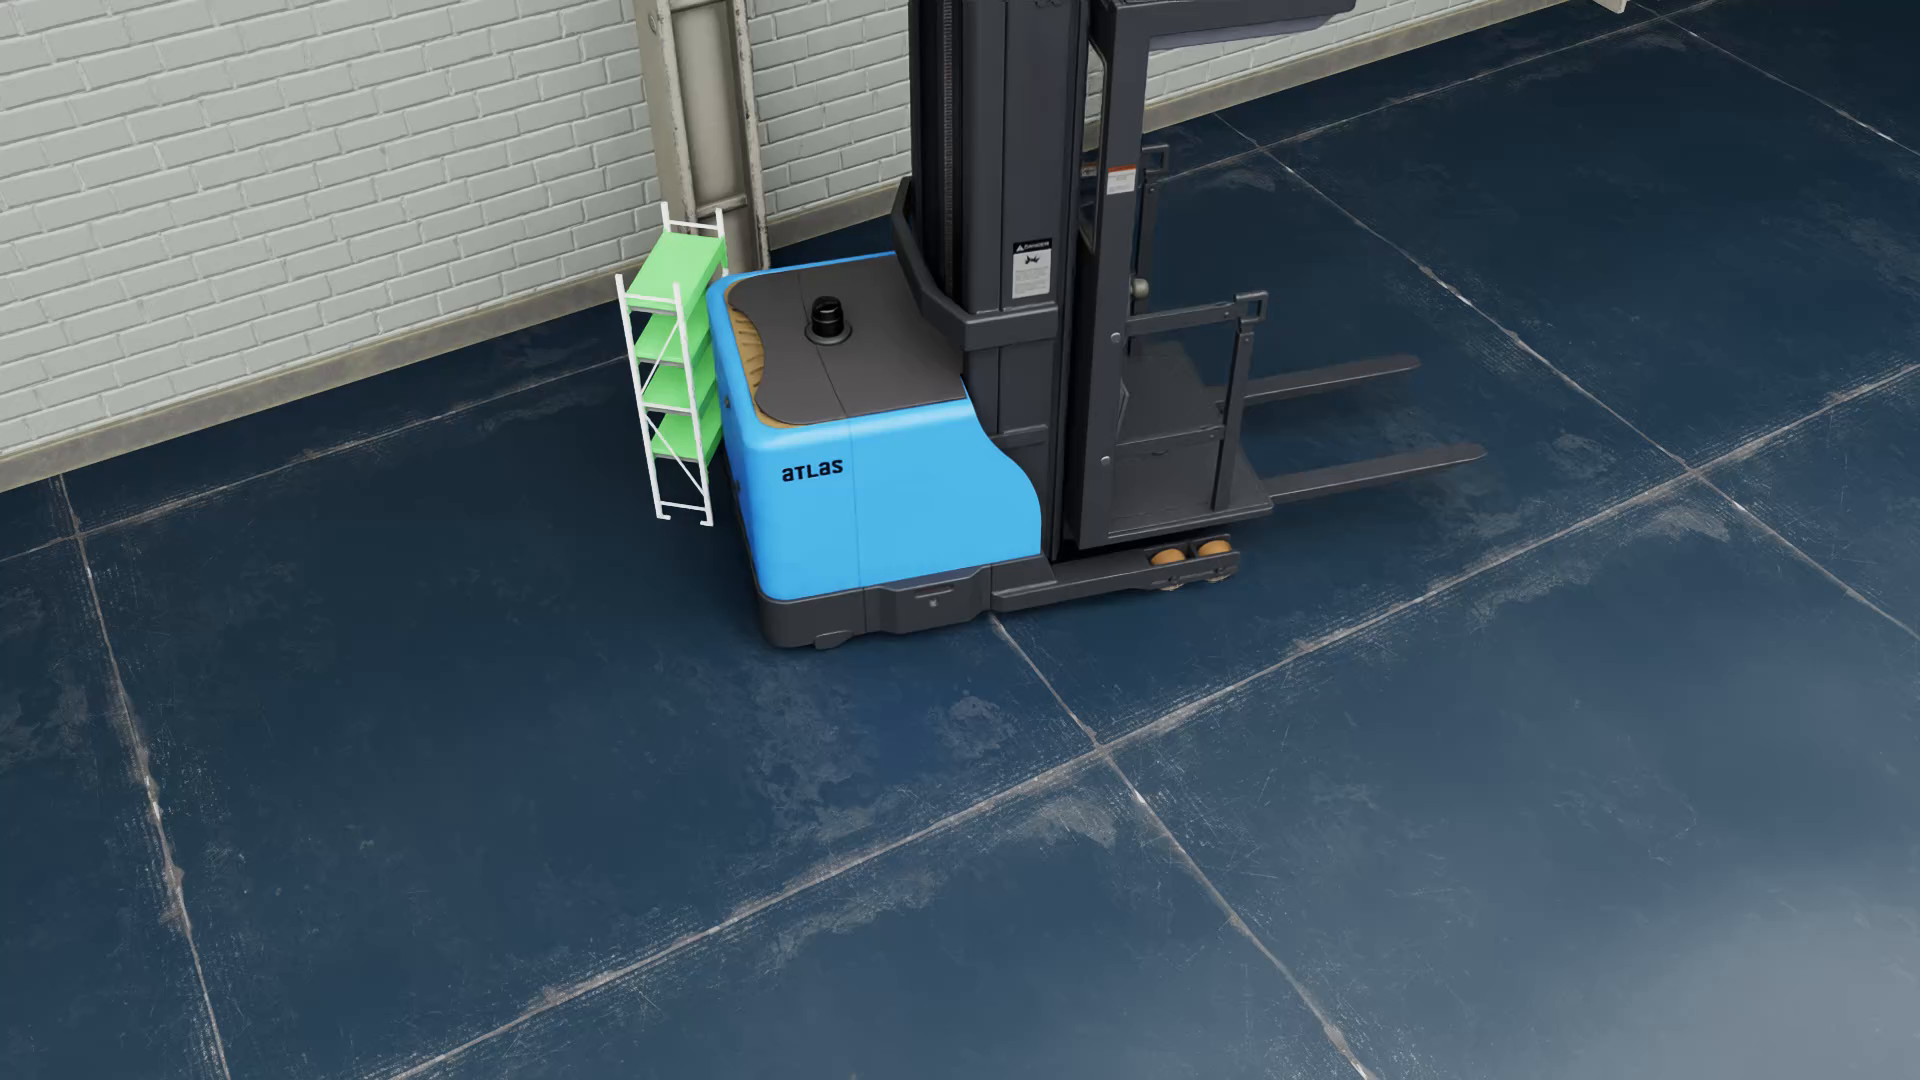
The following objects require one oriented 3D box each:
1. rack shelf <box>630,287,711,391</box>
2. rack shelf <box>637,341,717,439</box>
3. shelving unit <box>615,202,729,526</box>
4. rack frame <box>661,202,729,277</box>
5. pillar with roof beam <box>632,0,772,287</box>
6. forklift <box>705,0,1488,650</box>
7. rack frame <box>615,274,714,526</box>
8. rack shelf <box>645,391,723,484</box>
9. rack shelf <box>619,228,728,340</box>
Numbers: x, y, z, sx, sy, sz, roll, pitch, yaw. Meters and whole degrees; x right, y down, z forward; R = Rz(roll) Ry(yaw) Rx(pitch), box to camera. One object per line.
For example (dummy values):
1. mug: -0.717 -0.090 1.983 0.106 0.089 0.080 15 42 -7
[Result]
1. rack shelf: -1.076 -0.802 6.462 0.258 0.148 0.480 9 45 9
2. rack shelf: -1.076 -0.630 6.629 0.258 0.148 0.480 9 45 9
3. shelving unit: -1.076 -0.675 6.584 0.258 1.200 0.503 9 45 9
4. rack frame: -1.024 -0.841 6.756 0.240 1.200 0.015 9 45 9
5. pillar with roof beam: 0.998 -1.881 2.227 0.400 9.000 9.100 -22 48 -21
6. forklift: 0.610 -1.201 5.883 3.031 2.935 1.130 -10 45 -11
7. rack frame: -1.128 -0.509 6.413 0.240 1.200 0.015 9 45 9
8. rack shelf: -1.076 -0.457 6.796 0.258 0.148 0.480 9 45 9
9. rack shelf: -1.076 -0.974 6.295 0.258 0.148 0.480 9 45 9
